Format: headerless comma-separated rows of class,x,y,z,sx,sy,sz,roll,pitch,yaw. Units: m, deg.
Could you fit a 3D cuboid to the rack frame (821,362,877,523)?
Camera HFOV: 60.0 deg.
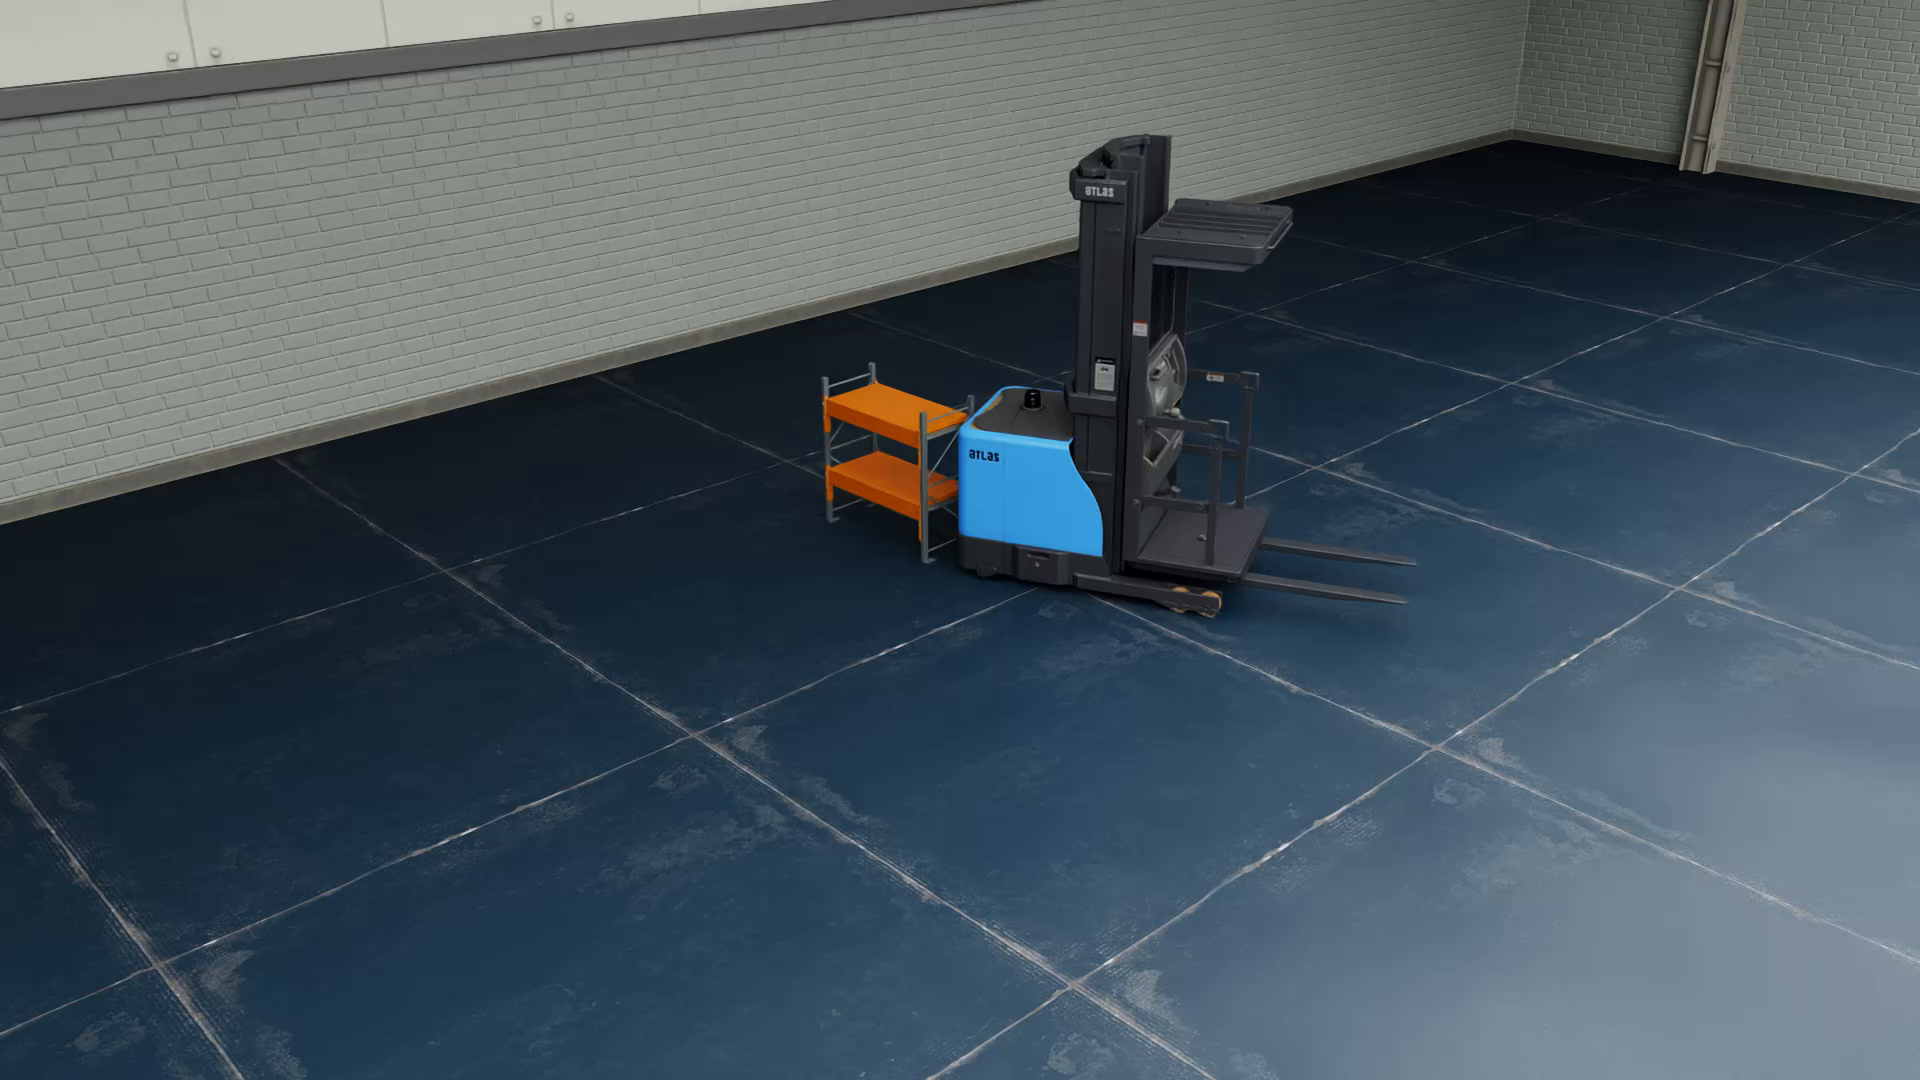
rack frame,-0.807,-0.718,12.266,0.032,1.125,0.500,23,33,40

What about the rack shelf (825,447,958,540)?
rack shelf,-0.447,-0.347,12.041,1.000,0.278,0.538,23,33,40

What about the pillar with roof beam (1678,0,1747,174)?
pillar with roof beam,7.272,-8.098,18.956,9.100,9.000,0.400,-21,32,-38

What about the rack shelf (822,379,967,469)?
rack shelf,-0.447,-0.836,11.818,1.000,0.278,0.538,23,33,40

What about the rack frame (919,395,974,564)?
rack frame,-0.088,-0.420,11.613,0.032,1.125,0.500,23,33,40

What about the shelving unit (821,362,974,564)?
shelving unit,-0.447,-0.569,11.939,1.048,1.125,0.538,23,33,40

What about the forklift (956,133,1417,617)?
forklift,1.543,-1.075,10.872,3.031,2.935,1.130,9,26,18
